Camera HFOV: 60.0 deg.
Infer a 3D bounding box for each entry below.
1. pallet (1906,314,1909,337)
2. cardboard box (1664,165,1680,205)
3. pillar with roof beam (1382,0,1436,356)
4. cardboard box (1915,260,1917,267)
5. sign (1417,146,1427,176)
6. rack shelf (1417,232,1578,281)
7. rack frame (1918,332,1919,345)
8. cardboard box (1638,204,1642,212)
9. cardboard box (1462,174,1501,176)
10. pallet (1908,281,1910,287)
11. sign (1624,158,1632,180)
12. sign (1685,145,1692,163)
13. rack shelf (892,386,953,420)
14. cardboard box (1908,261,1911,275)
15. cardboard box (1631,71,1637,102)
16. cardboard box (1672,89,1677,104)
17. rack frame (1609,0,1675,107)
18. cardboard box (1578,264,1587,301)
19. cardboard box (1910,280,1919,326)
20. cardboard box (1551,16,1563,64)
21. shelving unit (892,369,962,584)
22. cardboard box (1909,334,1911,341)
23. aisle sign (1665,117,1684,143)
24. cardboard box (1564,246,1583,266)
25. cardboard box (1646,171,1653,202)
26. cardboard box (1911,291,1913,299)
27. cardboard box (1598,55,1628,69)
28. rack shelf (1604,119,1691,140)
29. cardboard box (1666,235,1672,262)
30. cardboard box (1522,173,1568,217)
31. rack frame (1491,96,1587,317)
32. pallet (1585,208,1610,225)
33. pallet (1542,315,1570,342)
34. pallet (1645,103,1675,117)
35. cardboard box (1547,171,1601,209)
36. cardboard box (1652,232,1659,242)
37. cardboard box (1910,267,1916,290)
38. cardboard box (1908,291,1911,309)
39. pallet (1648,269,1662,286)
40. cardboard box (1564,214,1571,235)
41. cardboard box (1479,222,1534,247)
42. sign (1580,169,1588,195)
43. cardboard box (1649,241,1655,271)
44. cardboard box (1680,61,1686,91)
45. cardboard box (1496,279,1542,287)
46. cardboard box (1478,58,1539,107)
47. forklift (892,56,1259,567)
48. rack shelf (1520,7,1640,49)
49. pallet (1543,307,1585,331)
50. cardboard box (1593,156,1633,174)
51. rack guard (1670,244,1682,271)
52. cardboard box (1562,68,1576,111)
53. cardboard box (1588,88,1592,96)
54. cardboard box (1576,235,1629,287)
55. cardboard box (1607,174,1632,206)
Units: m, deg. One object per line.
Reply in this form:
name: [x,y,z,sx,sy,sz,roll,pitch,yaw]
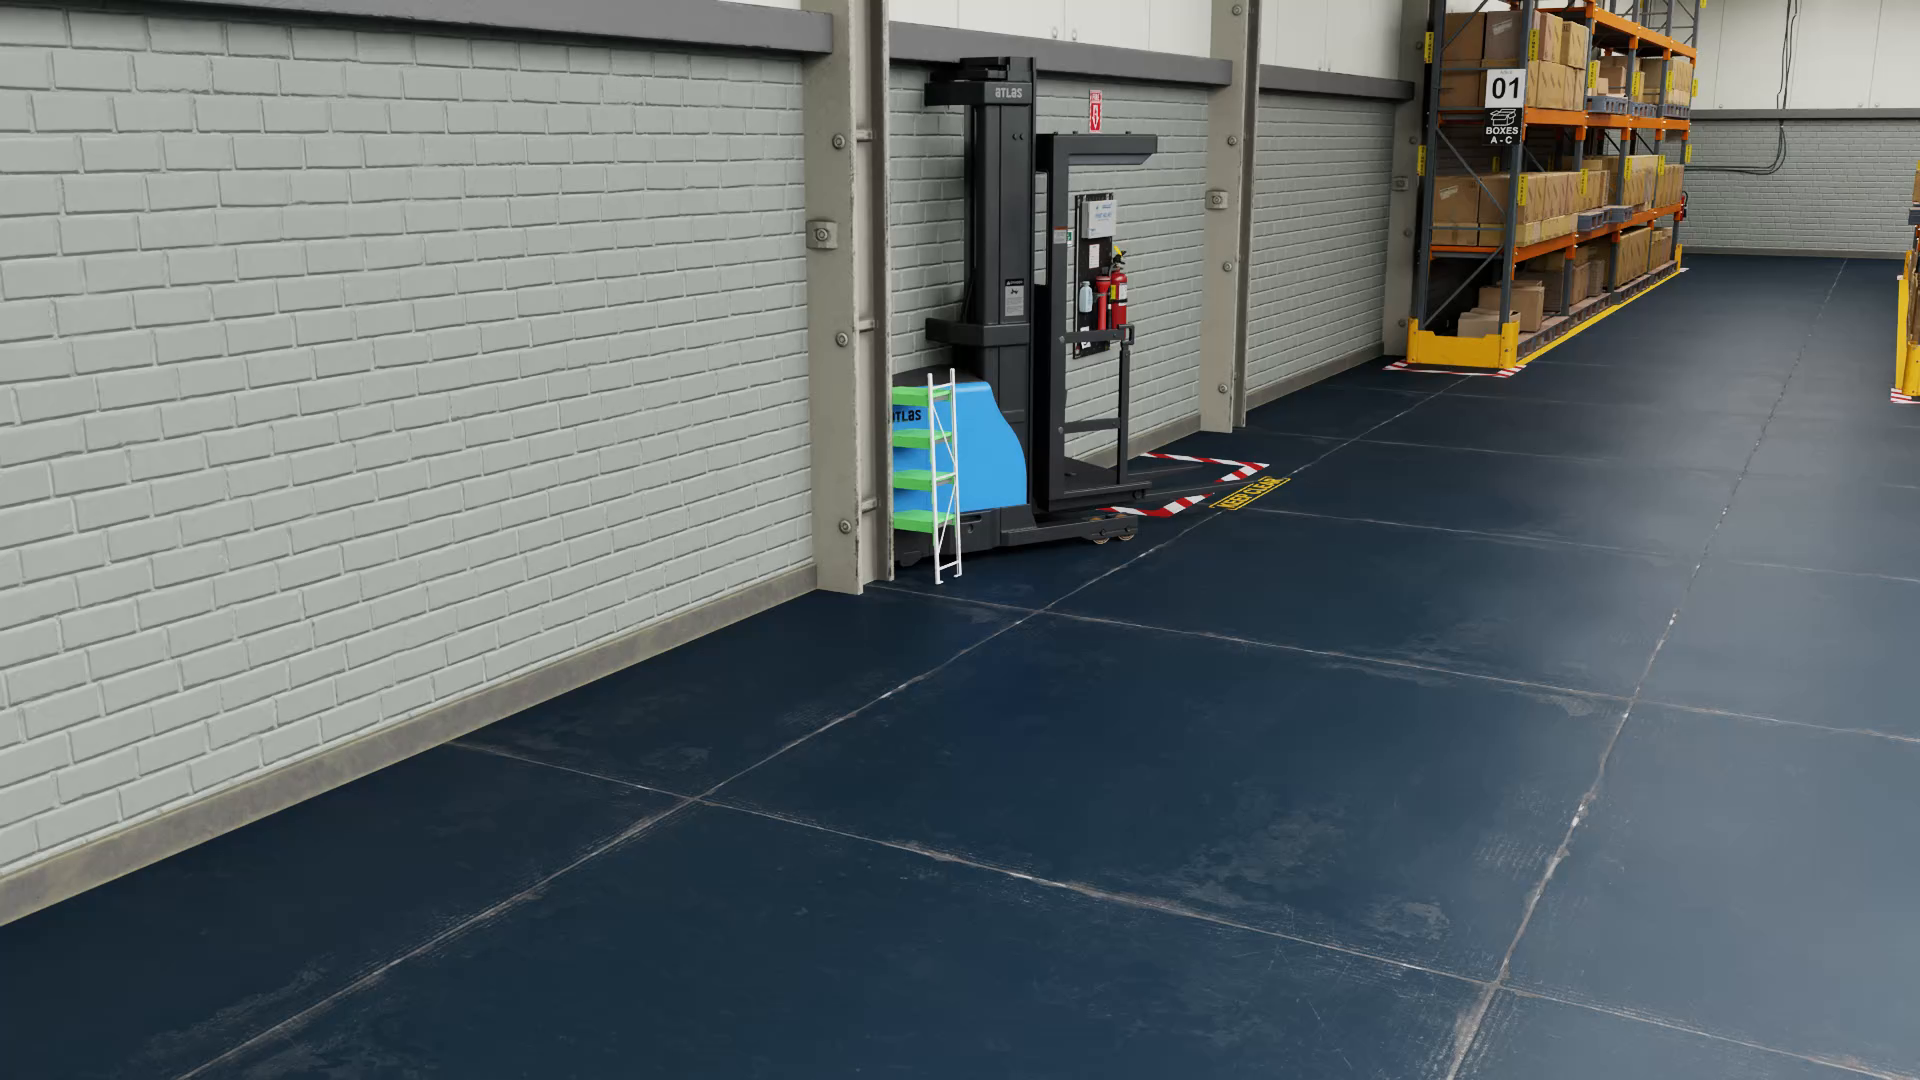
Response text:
pallet: [12.796,-2.743,21.459,1.003,0.211,1.213,7,15,28]
cardboard box: [12.768,-6.603,30.883,0.980,0.700,0.700,7,15,28]
pillar with roof beam: [8.963,-6.101,16.642,9.100,9.000,0.400,7,15,28]
cardboard box: [14.316,-3.835,24.437,0.500,0.500,0.500,7,15,26]
sign: [5.137,-4.215,18.471,0.100,0.325,0.005,7,15,28]
rack shelf: [6.580,-3.492,20.152,1.077,0.370,4.000,7,15,28]
rack frame: [9.951,-2.871,16.041,1.000,3.000,0.127,7,15,28]
cardboard box: [10.980,-5.473,27.330,0.380,0.149,0.250,7,15,28]
cardboard box: [6.153,-4.062,19.660,0.500,0.500,0.500,7,15,27]
pallet: [16.674,-4.369,28.206,1.003,0.211,1.213,7,15,28]
sign: [9.960,-5.537,24.800,0.100,0.325,0.005,7,15,28]
sign: [13.816,-7.327,31.551,0.100,0.325,0.005,7,15,28]
rack shelf: [-0.301,-0.787,9.452,0.480,0.148,0.258,7,16,34]
cardboard box: [16.142,-4.542,27.773,0.500,0.311,0.500,7,15,28]
cardboard box: [10.382,-7.229,26.565,0.700,0.500,0.500,7,15,28]
cardboard box: [12.238,-7.746,29.074,0.500,0.250,0.500,7,15,27]
rack frame: [11.414,-8.810,27.875,1.000,3.000,0.127,7,15,28]
cardboard box: [8.612,-3.720,23.958,0.700,0.500,0.500,7,15,28]
cardboard box: [10.663,-2.556,18.105,0.500,0.500,0.500,7,15,28]
cardboard box: [6.536,-5.689,18.941,0.500,0.500,0.500,8,16,30]
shelving unit: [-0.287,-0.382,9.547,0.503,1.200,0.258,7,16,34]
cardboard box: [10.423,-2.088,17.767,0.500,0.250,0.500,7,15,28]
aisle sign: [13.645,-7.958,31.597,0.394,0.787,0.004,7,15,28]
cardboard box: [8.603,-4.066,23.794,0.500,0.250,0.500,7,15,28]
cardboard box: [11.174,-5.867,27.579,0.500,0.500,0.500,8,15,28]
cardboard box: [12.076,-3.054,20.577,0.500,0.311,0.500,8,16,30]
cardboard box: [10.620,-7.698,26.911,0.500,0.250,0.500,7,15,26]
rack shelf: [12.381,-7.412,30.012,1.077,0.370,4.000,7,15,28]
cardboard box: [13.097,-5.548,31.583,0.700,0.500,0.500,7,15,28]
cardboard box: [7.100,-4.216,20.298,0.500,0.500,0.500,7,15,26]
rack frame: [7.547,-4.252,21.770,1.000,3.000,0.127,7,15,28]
pallet: [8.559,-4.568,23.492,1.003,0.211,1.213,7,15,28]
pallet: [7.253,-2.754,21.508,1.003,0.211,1.213,7,15,28]
pallet: [11.819,-7.475,28.928,1.003,0.211,1.213,7,15,28]
cardboard box: [8.679,-4.979,23.635,0.700,0.500,0.500,7,15,28]
cardboard box: [12.191,-5.389,29.539,0.380,0.149,0.250,8,16,30]
cardboard box: [13.308,-3.578,22.748,0.500,0.311,0.500,8,16,30]
cardboard box: [13.066,-3.202,22.386,0.500,0.250,0.500,7,15,26]
pallet: [11.850,-4.685,29.515,1.003,0.211,1.213,7,15,28]
cardboard box: [7.335,-3.956,20.819,0.500,0.250,0.500,7,15,28]
cardboard box: [6.127,-3.432,18.647,0.500,0.250,0.500,7,15,26]
sign: [8.025,-4.613,21.420,0.100,0.325,0.005,7,15,28]
cardboard box: [11.865,-5.024,29.410,0.700,0.500,0.500,8,16,29]
cardboard box: [12.736,-8.326,29.879,0.500,0.500,0.500,7,15,26]
cardboard box: [7.080,-3.033,21.109,0.500,0.500,0.500,6,15,24]
cardboard box: [5.993,-4.988,18.167,0.500,0.500,0.500,8,16,30]
forklift: [0.543,-1.498,10.493,3.031,2.935,1.130,-8,16,-29]
rack shelf: [8.513,-7.034,22.900,1.077,0.370,4.000,7,15,28]
pallet: [7.922,-3.056,22.760,1.003,0.211,1.213,7,15,28]
cardboard box: [9.939,-5.710,25.327,0.500,0.250,0.500,8,16,29]
rack guard: [13.359,-5.504,32.295,1.175,0.500,0.348,7,15,28]
cardboard box: [7.263,-5.534,20.434,0.500,0.500,0.500,6,15,23]
cardboard box: [8.179,-6.100,22.331,0.500,0.311,0.500,8,16,30]
cardboard box: [9.951,-4.368,25.941,0.750,0.750,0.750,7,15,27]
cardboard box: [9.939,-5.346,25.418,0.500,0.500,0.500,8,16,30]
